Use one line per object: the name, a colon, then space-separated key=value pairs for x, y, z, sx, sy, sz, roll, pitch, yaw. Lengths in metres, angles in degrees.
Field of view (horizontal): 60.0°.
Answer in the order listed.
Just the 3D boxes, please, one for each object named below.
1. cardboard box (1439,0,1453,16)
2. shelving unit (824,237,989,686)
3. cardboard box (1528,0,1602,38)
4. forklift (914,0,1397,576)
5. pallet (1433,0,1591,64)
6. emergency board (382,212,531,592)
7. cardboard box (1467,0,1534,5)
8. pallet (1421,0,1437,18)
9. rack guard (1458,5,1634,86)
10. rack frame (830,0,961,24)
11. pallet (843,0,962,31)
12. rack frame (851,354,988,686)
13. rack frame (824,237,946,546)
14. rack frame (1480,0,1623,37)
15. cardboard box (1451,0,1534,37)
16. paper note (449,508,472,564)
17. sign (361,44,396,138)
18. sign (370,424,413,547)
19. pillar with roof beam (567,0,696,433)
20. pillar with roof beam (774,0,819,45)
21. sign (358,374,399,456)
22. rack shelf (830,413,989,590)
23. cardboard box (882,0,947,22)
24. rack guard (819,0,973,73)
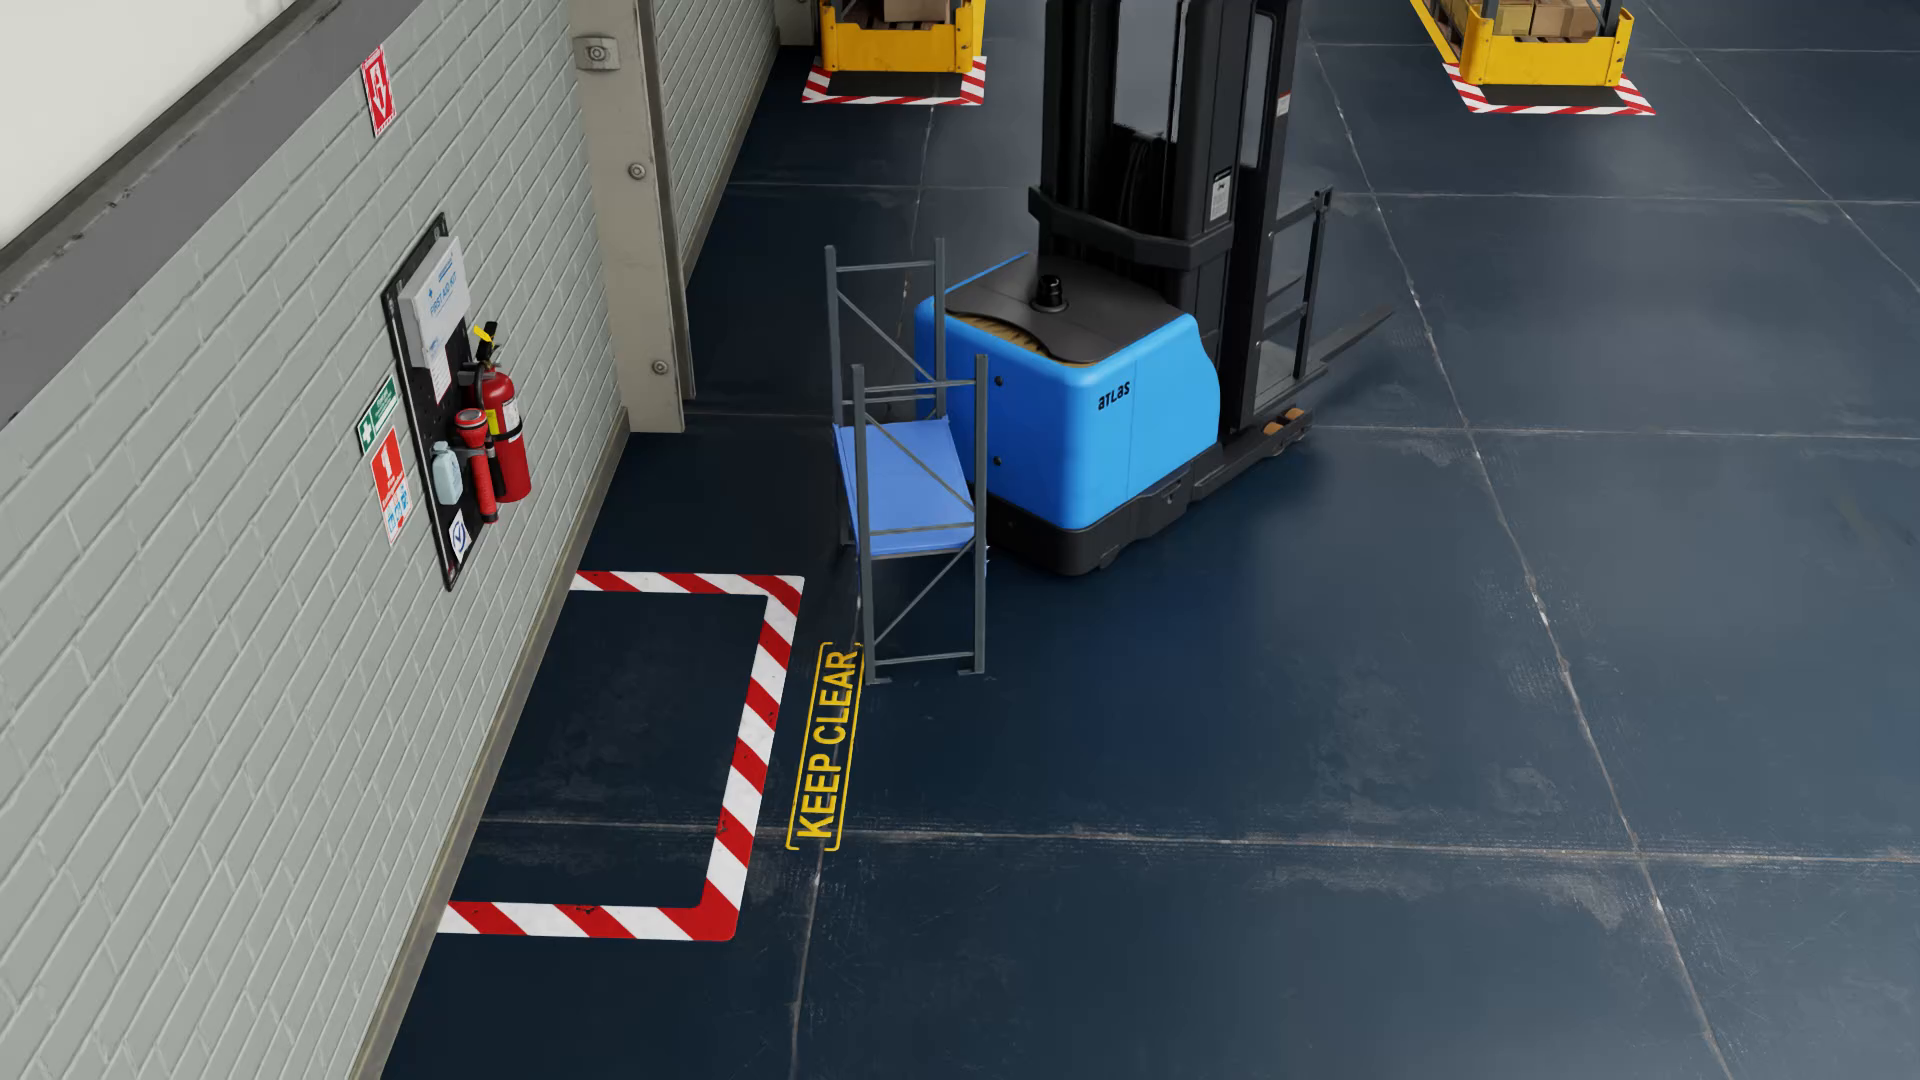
cardboard box: x=4.194 y=-4.457 z=13.510 sx=0.500 sy=0.250 sz=0.500 roll=1 pitch=35 yaw=2
shelving unit: x=-0.230 y=-0.329 z=6.913 sx=0.538 sy=1.500 sz=1.048 roll=-5 pitch=35 yaw=-8
cardboard box: x=4.703 y=-4.158 z=13.083 sx=0.500 sy=0.250 sz=0.500 roll=1 pitch=35 yaw=2
forklift: x=1.147 y=-1.799 z=7.761 sx=1.130 sy=2.935 sz=3.031 roll=28 pitch=44 yaw=34
pallet: x=4.448 y=-4.107 z=13.411 sx=1.003 sy=0.211 sz=1.213 roll=1 pitch=35 yaw=2
emergency board: x=-1.705 y=-0.476 z=5.819 sx=0.194 sy=1.169 sz=0.643 roll=1 pitch=35 yaw=2
cardboard box: x=4.183 y=-4.477 z=12.885 sx=0.500 sy=0.500 sz=0.500 roll=1 pitch=35 yaw=2
pallet: x=4.500 y=-4.807 z=14.405 sx=1.003 sy=0.211 sz=1.213 roll=1 pitch=35 yaw=2
rack guard: x=4.458 y=-3.771 z=12.682 sx=1.175 sy=0.500 sz=0.348 roll=1 pitch=35 yaw=2
rack frame: x=-0.491 y=-4.920 z=12.142 sx=1.000 sy=3.000 sz=0.127 roll=1 pitch=35 yaw=2
pallet: x=-0.420 y=-4.289 z=13.669 sx=1.003 sy=0.211 sz=1.213 roll=1 pitch=35 yaw=2
rack frame: x=-0.148 y=-0.040 z=6.503 sx=0.500 sy=1.500 sz=0.032 roll=-5 pitch=35 yaw=-8
rack frame: x=-0.312 y=-0.617 z=7.324 sx=0.500 sy=1.500 sz=0.032 roll=-5 pitch=35 yaw=-8
rack frame: x=4.459 y=-4.808 z=11.982 sx=1.000 sy=3.000 sz=0.127 roll=1 pitch=35 yaw=2
cardboard box: x=4.186 y=-4.170 z=13.100 sx=0.500 sy=0.250 sz=0.500 roll=1 pitch=35 yaw=2
paper note: x=-1.781 y=-0.016 z=5.930 sx=0.016 sy=0.148 sz=0.142 roll=1 pitch=35 yaw=2
sign: x=-1.805 y=-1.422 z=5.149 sx=0.001 sy=0.298 sz=0.199 roll=1 pitch=35 yaw=2
sign: x=-1.830 y=-0.176 z=5.360 sx=0.001 sy=0.329 sz=0.234 roll=1 pitch=35 yaw=2
pillar with roof beam: x=2.734 y=-4.250 z=5.971 sx=9.100 sy=9.000 sz=0.400 roll=1 pitch=35 yaw=2
pillar with roof beam: x=2.975 y=-7.697 z=10.876 sx=9.100 sy=9.000 sz=0.400 roll=1 pitch=35 yaw=2
sign: x=-1.821 y=-0.395 z=5.211 sx=0.001 sy=0.109 sz=0.331 roll=1 pitch=35 yaw=2
rack shelf: x=-0.230 y=-0.182 z=7.017 sx=0.538 sy=0.185 sz=1.000 roll=-5 pitch=35 yaw=-8
cardboard box: x=-0.373 y=-4.396 z=13.351 sx=0.500 sy=0.311 sz=0.500 roll=-2 pitch=35 yaw=-3
rack guard: x=-0.488 y=-3.941 z=12.923 sx=1.175 sy=0.500 sz=0.348 roll=1 pitch=35 yaw=2
